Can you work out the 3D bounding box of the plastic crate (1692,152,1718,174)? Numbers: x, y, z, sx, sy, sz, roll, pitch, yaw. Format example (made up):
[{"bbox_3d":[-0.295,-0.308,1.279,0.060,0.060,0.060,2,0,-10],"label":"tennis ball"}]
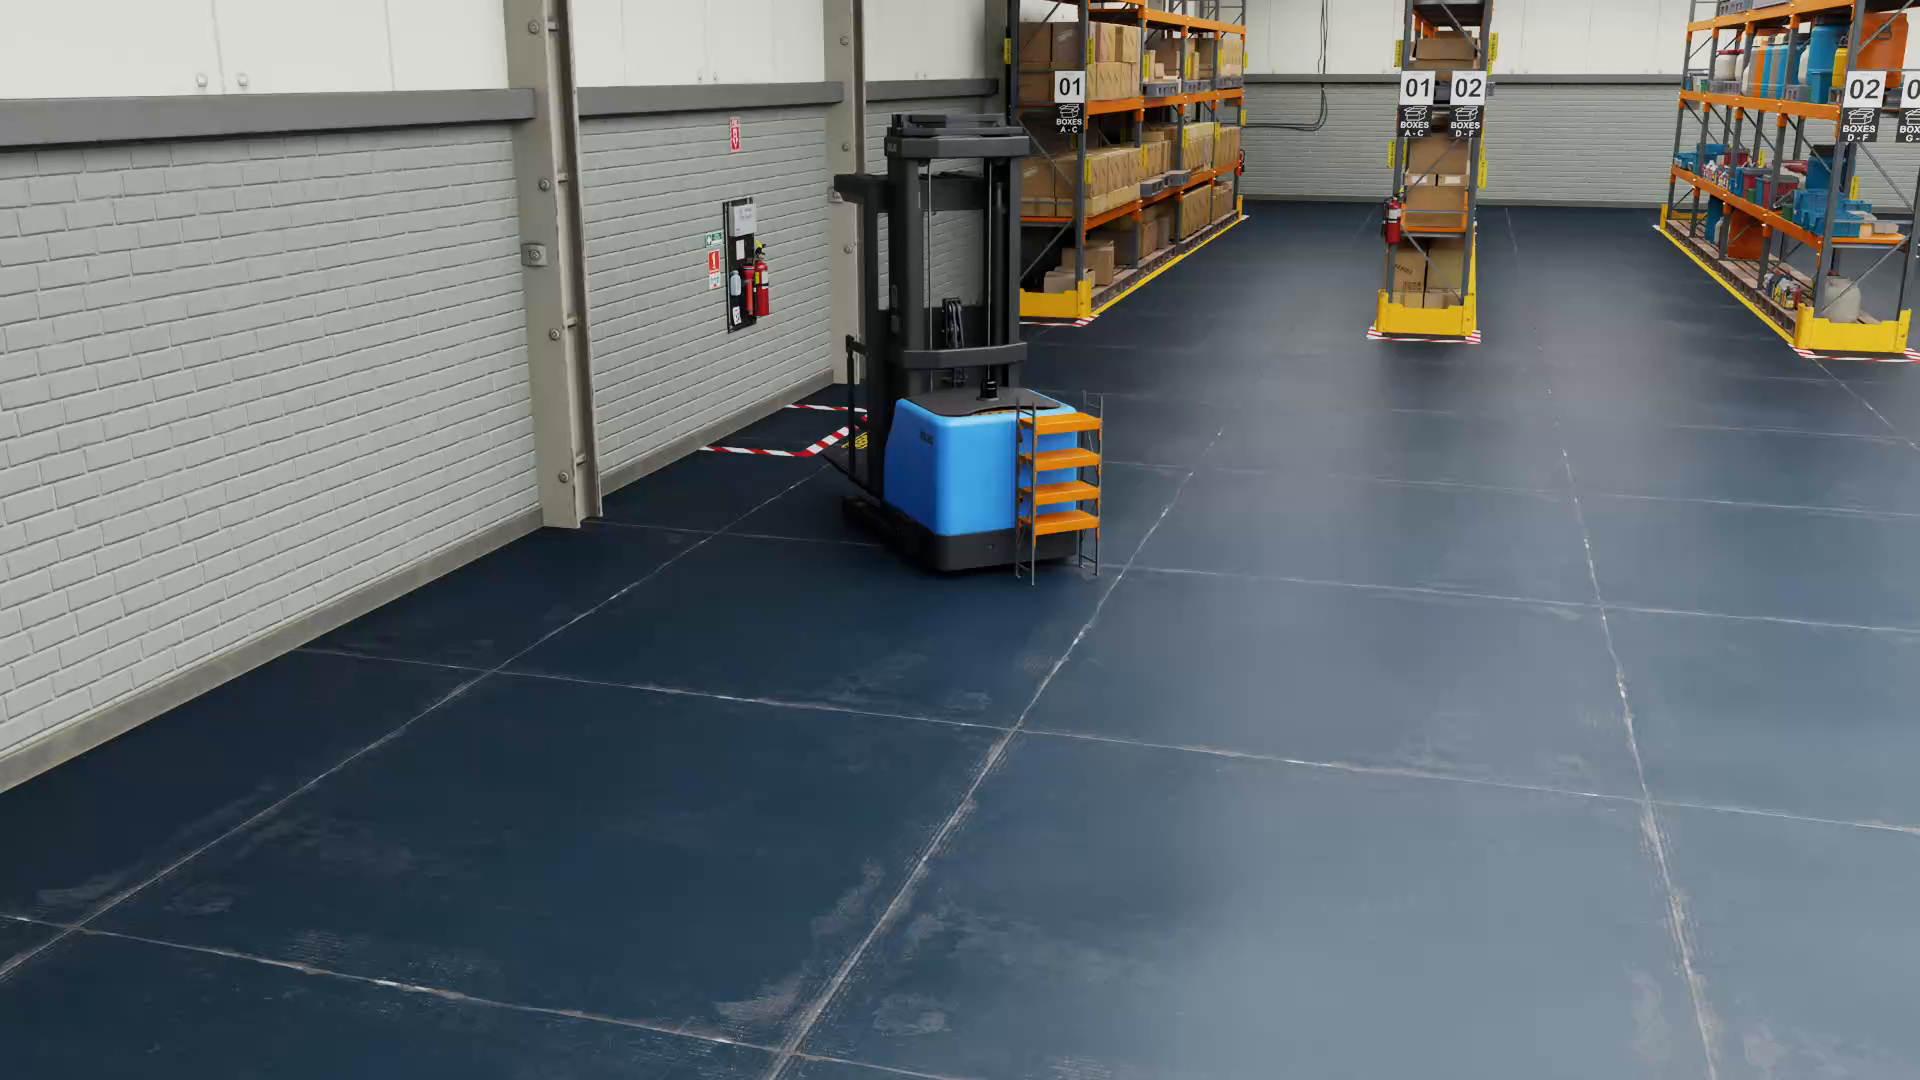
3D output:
[{"bbox_3d":[13.871,-7.020,31.002,0.392,0.384,0.575,5,16,16],"label":"plastic crate"}]

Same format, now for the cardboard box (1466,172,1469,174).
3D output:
[{"bbox_3d":[6.297,-4.611,21.219,0.380,0.149,0.250,4,16,14],"label":"cardboard box"}]

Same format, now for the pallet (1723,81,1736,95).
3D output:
[{"bbox_3d":[13.617,-7.693,28.304,1.003,0.211,1.213,5,16,16],"label":"pallet"}]

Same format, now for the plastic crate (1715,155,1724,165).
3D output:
[{"bbox_3d":[14.676,-7.208,31.850,0.437,0.282,0.530,5,16,16],"label":"plastic crate"}]

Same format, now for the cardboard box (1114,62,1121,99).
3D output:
[{"bbox_3d":[1.954,-6.464,23.404,0.500,0.500,0.500,6,17,19],"label":"cardboard box"}]

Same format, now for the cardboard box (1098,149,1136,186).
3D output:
[{"bbox_3d":[2.319,-5.545,24.747,0.500,0.500,0.500,5,16,16],"label":"cardboard box"}]

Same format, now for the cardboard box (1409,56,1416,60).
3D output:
[{"bbox_3d":[6.139,-6.233,21.947,0.500,0.311,0.500,7,17,22],"label":"cardboard box"}]

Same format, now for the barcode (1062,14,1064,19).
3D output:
[{"bbox_3d":[1.486,-7.552,23.981,0.001,0.075,0.075,5,16,16],"label":"barcode"}]

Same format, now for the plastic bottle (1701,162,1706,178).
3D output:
[{"bbox_3d":[13.552,-6.731,30.279,0.061,0.283,0.133,5,16,16],"label":"plastic bottle"}]

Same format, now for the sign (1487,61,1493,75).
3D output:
[{"bbox_3d":[7.576,-6.830,23.822,0.100,0.325,0.005,5,16,16],"label":"sign"}]

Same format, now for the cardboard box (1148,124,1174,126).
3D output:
[{"bbox_3d":[3.754,-7.675,31.252,0.500,0.250,0.500,4,16,15],"label":"cardboard box"}]

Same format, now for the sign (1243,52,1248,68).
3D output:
[{"bbox_3d":[6.220,-10.450,36.202,0.100,0.325,0.005,5,16,16],"label":"sign"}]

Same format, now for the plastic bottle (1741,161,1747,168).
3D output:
[{"bbox_3d":[13.980,-6.572,29.593,0.144,0.351,0.185,5,16,16],"label":"plastic bottle"}]

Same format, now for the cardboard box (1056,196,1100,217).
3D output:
[{"bbox_3d":[1.600,-4.520,22.505,0.500,0.250,0.500,4,16,14],"label":"cardboard box"}]

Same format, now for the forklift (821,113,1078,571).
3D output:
[{"bbox_3d":[-0.239,-1.567,11.983,1.130,2.935,3.031,-6,17,-22],"label":"forklift"}]

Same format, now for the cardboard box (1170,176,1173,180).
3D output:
[{"bbox_3d":[3.746,-6.529,29.775,0.380,0.149,0.250,4,16,15],"label":"cardboard box"}]

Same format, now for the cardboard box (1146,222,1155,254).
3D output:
[{"bbox_3d":[2.903,-5.131,28.197,0.700,0.500,0.500,5,16,16],"label":"cardboard box"}]

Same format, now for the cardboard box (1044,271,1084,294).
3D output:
[{"bbox_3d":[1.439,-3.571,23.045,0.500,0.311,0.500,3,16,10],"label":"cardboard box"}]

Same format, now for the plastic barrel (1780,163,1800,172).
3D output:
[{"bbox_3d":[12.841,-5.572,25.772,0.421,0.512,0.421,0,16,0],"label":"plastic barrel"}]

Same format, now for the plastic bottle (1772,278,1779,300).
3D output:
[{"bbox_3d":[11.024,-3.394,22.470,0.061,0.283,0.133,5,17,18],"label":"plastic bottle"}]

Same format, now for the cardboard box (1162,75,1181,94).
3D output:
[{"bbox_3d":[3.484,-7.773,28.366,0.500,0.311,0.500,5,16,16],"label":"cardboard box"}]

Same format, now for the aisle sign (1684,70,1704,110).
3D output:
[{"bbox_3d":[14.938,-9.189,33.967,0.394,0.787,0.004,5,16,16],"label":"aisle sign"}]

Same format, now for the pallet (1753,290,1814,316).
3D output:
[{"bbox_3d":[11.561,-3.243,22.878,1.003,0.211,1.213,5,16,16],"label":"pallet"}]

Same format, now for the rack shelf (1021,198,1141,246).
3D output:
[{"bbox_3d":[1.725,-4.656,24.067,1.077,0.370,4.000,5,16,16],"label":"rack shelf"}]

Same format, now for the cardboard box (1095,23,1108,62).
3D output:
[{"bbox_3d":[1.690,-6.670,22.300,0.500,0.500,0.500,4,16,15],"label":"cardboard box"}]

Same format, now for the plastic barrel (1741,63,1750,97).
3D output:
[{"bbox_3d":[12.546,-7.243,26.167,0.421,0.512,0.421,0,16,0],"label":"plastic barrel"}]

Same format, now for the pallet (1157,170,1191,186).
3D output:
[{"bbox_3d":[3.330,-6.285,28.843,1.213,0.211,1.003,5,16,16],"label":"pallet"}]

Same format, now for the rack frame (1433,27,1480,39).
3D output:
[{"bbox_3d":[10.454,-11.168,34.713,1.000,3.000,0.127,5,16,16],"label":"rack frame"}]

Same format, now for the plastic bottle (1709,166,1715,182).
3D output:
[{"bbox_3d":[13.305,-6.457,29.324,0.152,0.276,0.135,5,16,16],"label":"plastic bottle"}]

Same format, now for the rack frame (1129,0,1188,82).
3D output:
[{"bbox_3d":[3.430,-9.458,28.685,1.000,3.000,0.127,5,16,16],"label":"rack frame"}]

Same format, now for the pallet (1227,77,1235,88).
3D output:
[{"bbox_3d":[5.158,-9.550,34.669,1.003,0.211,1.213,5,16,16],"label":"pallet"}]

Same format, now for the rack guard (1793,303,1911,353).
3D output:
[{"bbox_3d":[10.631,-2.532,19.840,1.175,0.500,0.348,5,16,16],"label":"rack guard"}]

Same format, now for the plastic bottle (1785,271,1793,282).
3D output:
[{"bbox_3d":[11.303,-3.505,22.736,0.144,0.351,0.185,5,16,16],"label":"plastic bottle"}]

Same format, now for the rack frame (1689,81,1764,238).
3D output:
[{"bbox_3d":[14.065,-6.850,30.484,1.000,3.000,0.127,5,16,16],"label":"rack frame"}]

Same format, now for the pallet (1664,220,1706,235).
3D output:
[{"bbox_3d":[14.930,-6.343,33.804,1.003,0.211,1.213,5,16,16],"label":"pallet"}]

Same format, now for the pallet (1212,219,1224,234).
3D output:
[{"bbox_3d":[4.858,-6.470,34.253,1.003,0.211,1.213,5,16,16],"label":"pallet"}]

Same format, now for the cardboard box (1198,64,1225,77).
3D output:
[{"bbox_3d":[5.016,-9.400,33.298,0.500,0.250,0.500,5,16,16],"label":"cardboard box"}]

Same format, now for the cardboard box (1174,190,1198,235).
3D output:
[{"bbox_3d":[4.020,-6.151,31.188,0.750,0.750,0.750,5,16,16],"label":"cardboard box"}]

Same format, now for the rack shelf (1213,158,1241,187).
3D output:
[{"bbox_3d":[5.135,-7.796,35.136,1.077,0.370,4.000,5,16,16],"label":"rack shelf"}]

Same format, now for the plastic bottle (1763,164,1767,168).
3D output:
[{"bbox_3d":[13.805,-6.273,28.538,0.144,0.351,0.185,5,16,16],"label":"plastic bottle"}]

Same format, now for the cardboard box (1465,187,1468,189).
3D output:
[{"bbox_3d":[8.190,-5.811,27.282,0.380,0.149,0.250,5,16,16],"label":"cardboard box"}]

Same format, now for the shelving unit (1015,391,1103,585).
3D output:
[{"bbox_3d":[0.640,-0.342,10.836,0.503,1.200,0.258,-8,18,-25],"label":"shelving unit"}]

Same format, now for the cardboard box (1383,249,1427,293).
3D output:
[{"bbox_3d":[5.774,-3.499,21.565,0.500,0.500,0.500,5,16,16],"label":"cardboard box"}]

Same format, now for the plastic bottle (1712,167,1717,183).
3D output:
[{"bbox_3d":[13.152,-6.340,28.922,0.097,0.271,0.097,0,16,0],"label":"plastic bottle"}]

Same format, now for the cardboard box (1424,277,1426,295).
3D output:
[{"bbox_3d":[6.191,-3.532,23.054,0.500,0.250,0.500,5,16,16],"label":"cardboard box"}]

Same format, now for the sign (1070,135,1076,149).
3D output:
[{"bbox_3d":[1.760,-6.125,25.804,0.100,0.325,0.005,5,16,16],"label":"sign"}]

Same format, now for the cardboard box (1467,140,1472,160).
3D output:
[{"bbox_3d":[8.694,-6.837,29.485,0.700,0.500,0.500,8,18,26],"label":"cardboard box"}]

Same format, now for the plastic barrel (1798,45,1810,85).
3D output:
[{"bbox_3d":[11.481,-6.359,22.280,0.421,0.512,0.421,0,16,0],"label":"plastic barrel"}]

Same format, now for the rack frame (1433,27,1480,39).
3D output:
[{"bbox_3d":[9.317,-10.122,31.023,1.000,3.000,0.127,5,16,16],"label":"rack frame"}]

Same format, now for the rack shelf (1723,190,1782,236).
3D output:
[{"bbox_3d":[12.360,-4.935,25.048,1.077,0.370,4.000,5,16,16],"label":"rack shelf"}]

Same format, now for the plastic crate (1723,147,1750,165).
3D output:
[{"bbox_3d":[14.559,-7.124,31.222,0.402,0.464,0.583,5,16,16],"label":"plastic crate"}]

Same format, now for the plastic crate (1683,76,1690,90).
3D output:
[{"bbox_3d":[14.825,-9.198,33.503,0.497,0.269,0.590,5,16,16],"label":"plastic crate"}]
